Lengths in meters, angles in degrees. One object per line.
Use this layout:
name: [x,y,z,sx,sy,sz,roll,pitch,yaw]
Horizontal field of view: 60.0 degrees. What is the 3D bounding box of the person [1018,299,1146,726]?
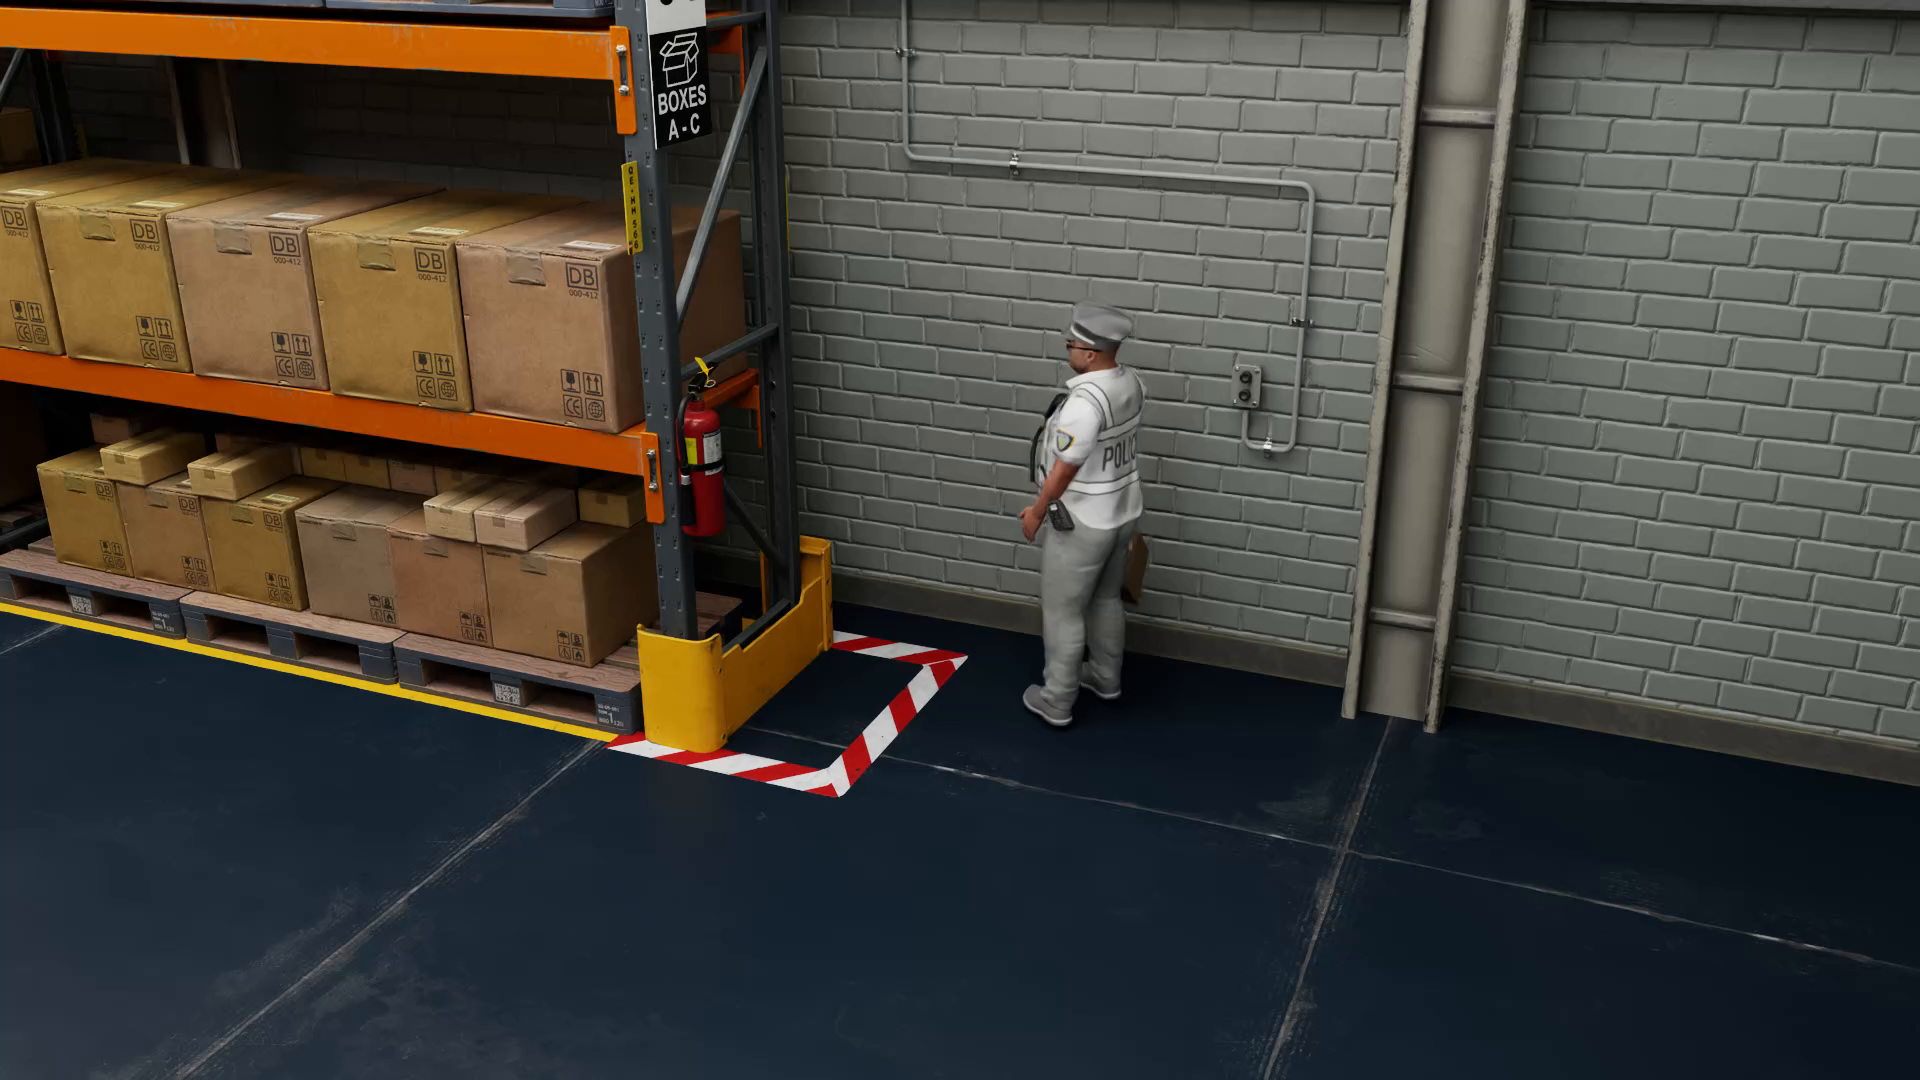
person: [0.515,-0.112,6.780,0.461,1.782,0.602,14,26,30]
